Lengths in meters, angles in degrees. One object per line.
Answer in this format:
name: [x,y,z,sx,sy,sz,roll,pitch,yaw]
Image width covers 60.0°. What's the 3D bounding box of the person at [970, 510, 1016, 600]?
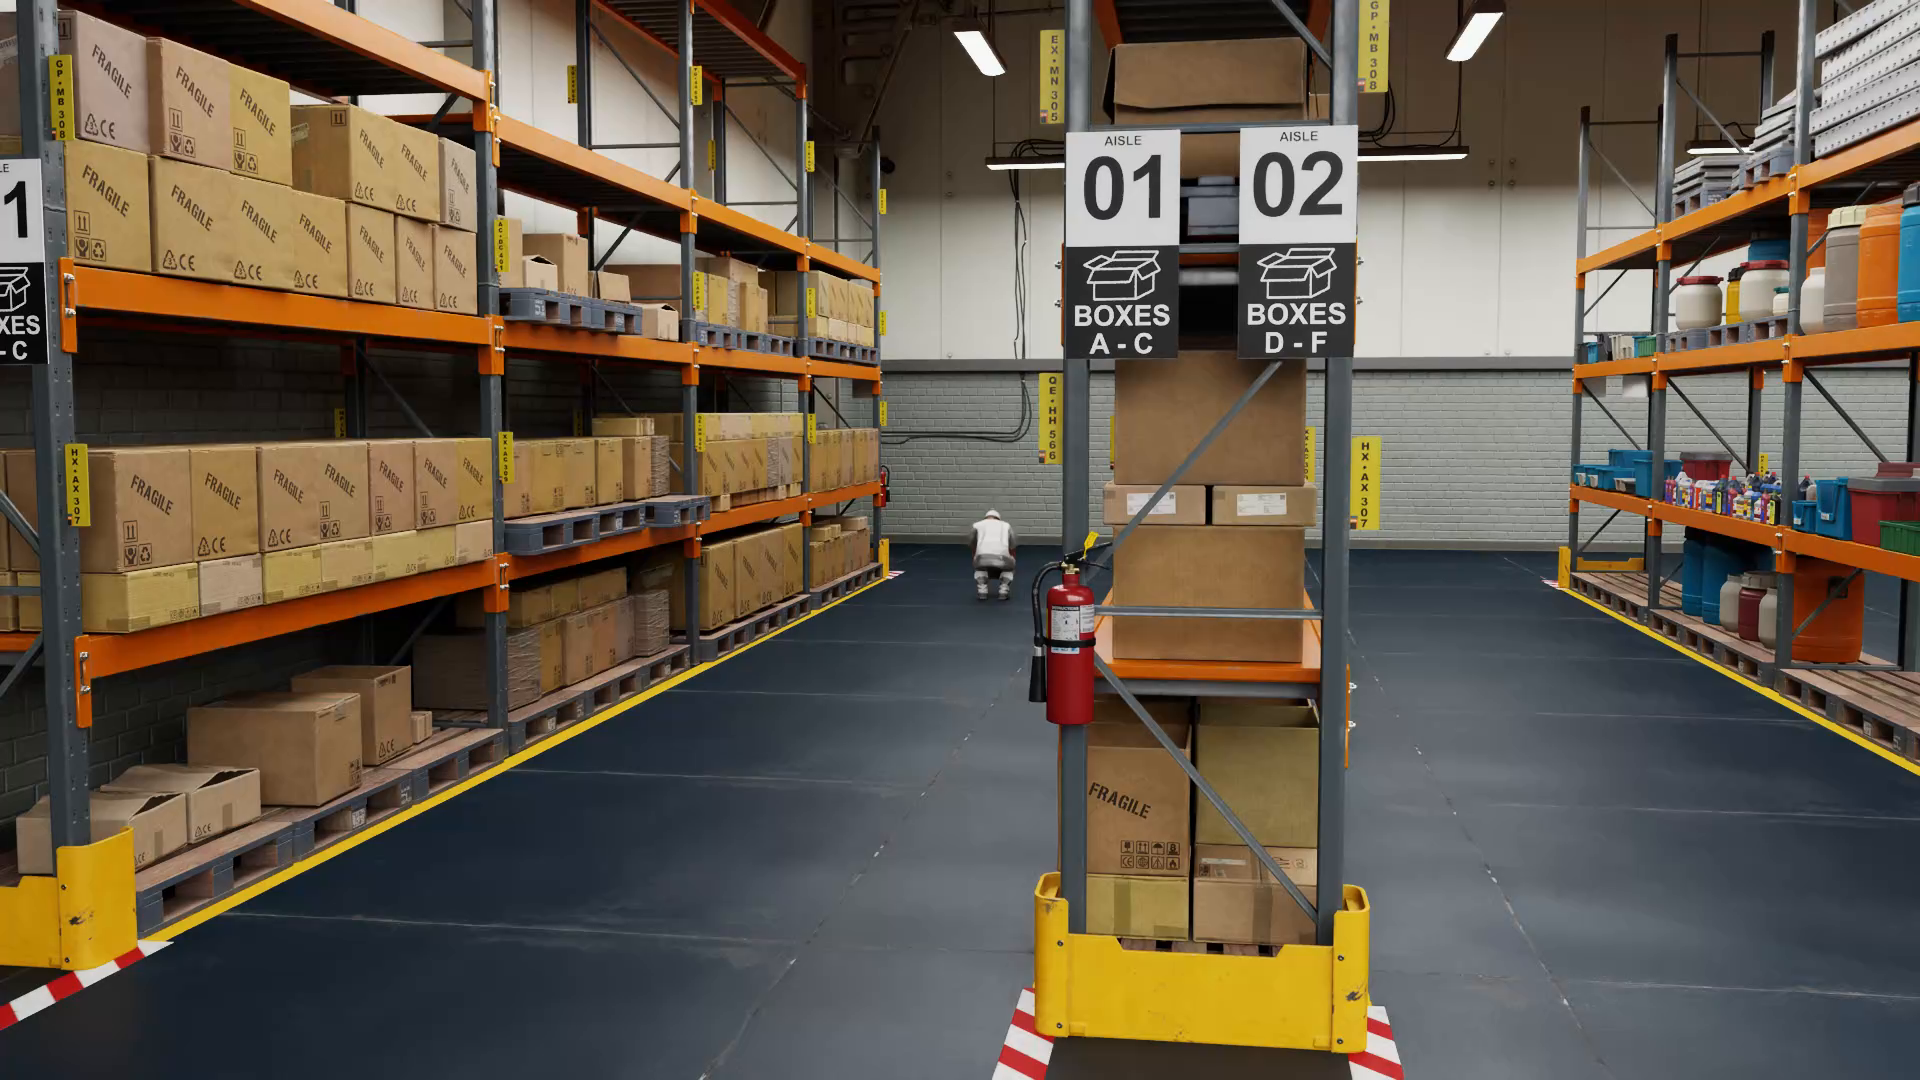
person: [0.384,0.179,19.899,0.573,1.040,0.871,1,4,8]
